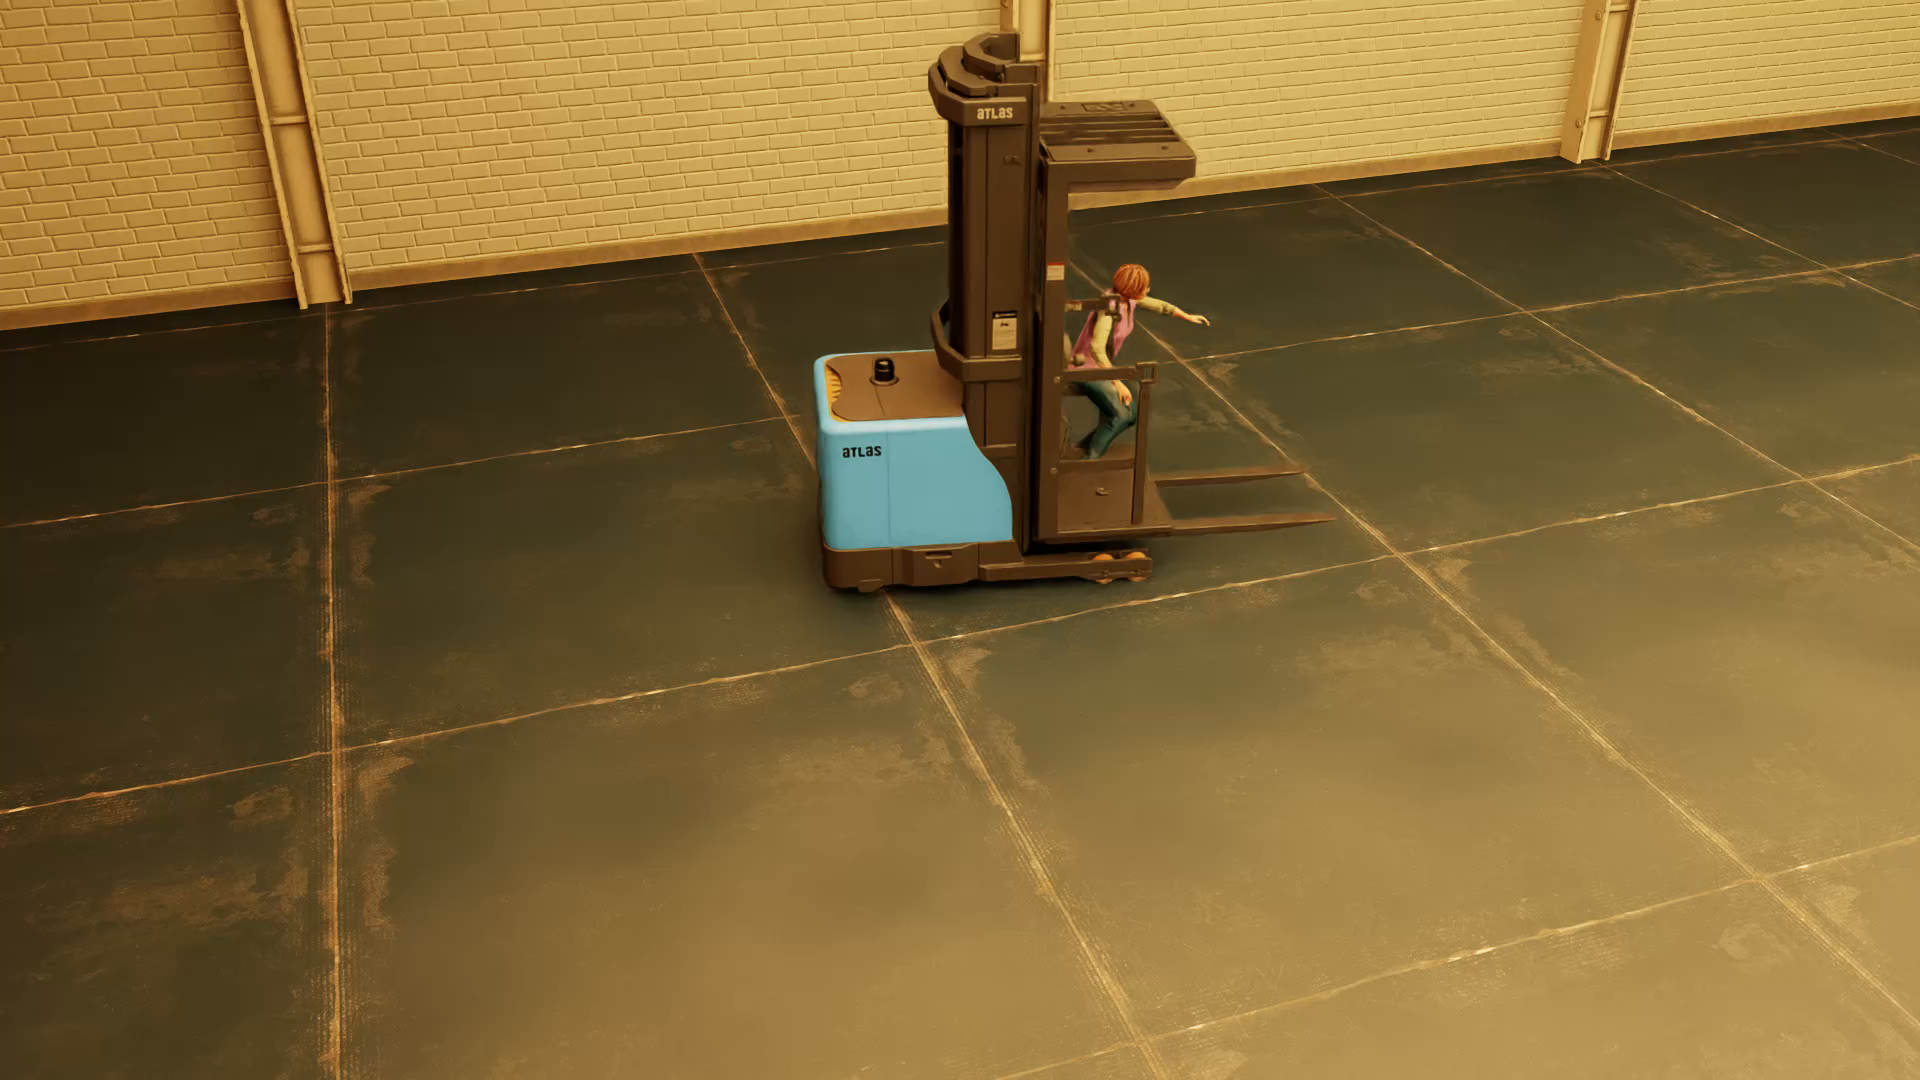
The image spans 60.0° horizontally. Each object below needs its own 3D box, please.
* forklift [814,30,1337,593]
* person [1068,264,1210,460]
[{"bbox_3d":[0.684,-1.280,9.312,3.031,2.935,1.130,-3,30,-6],"label":"forklift"},{"bbox_3d":[1.015,-1.002,10.061,0.838,1.304,0.976,9,31,16],"label":"person"}]
